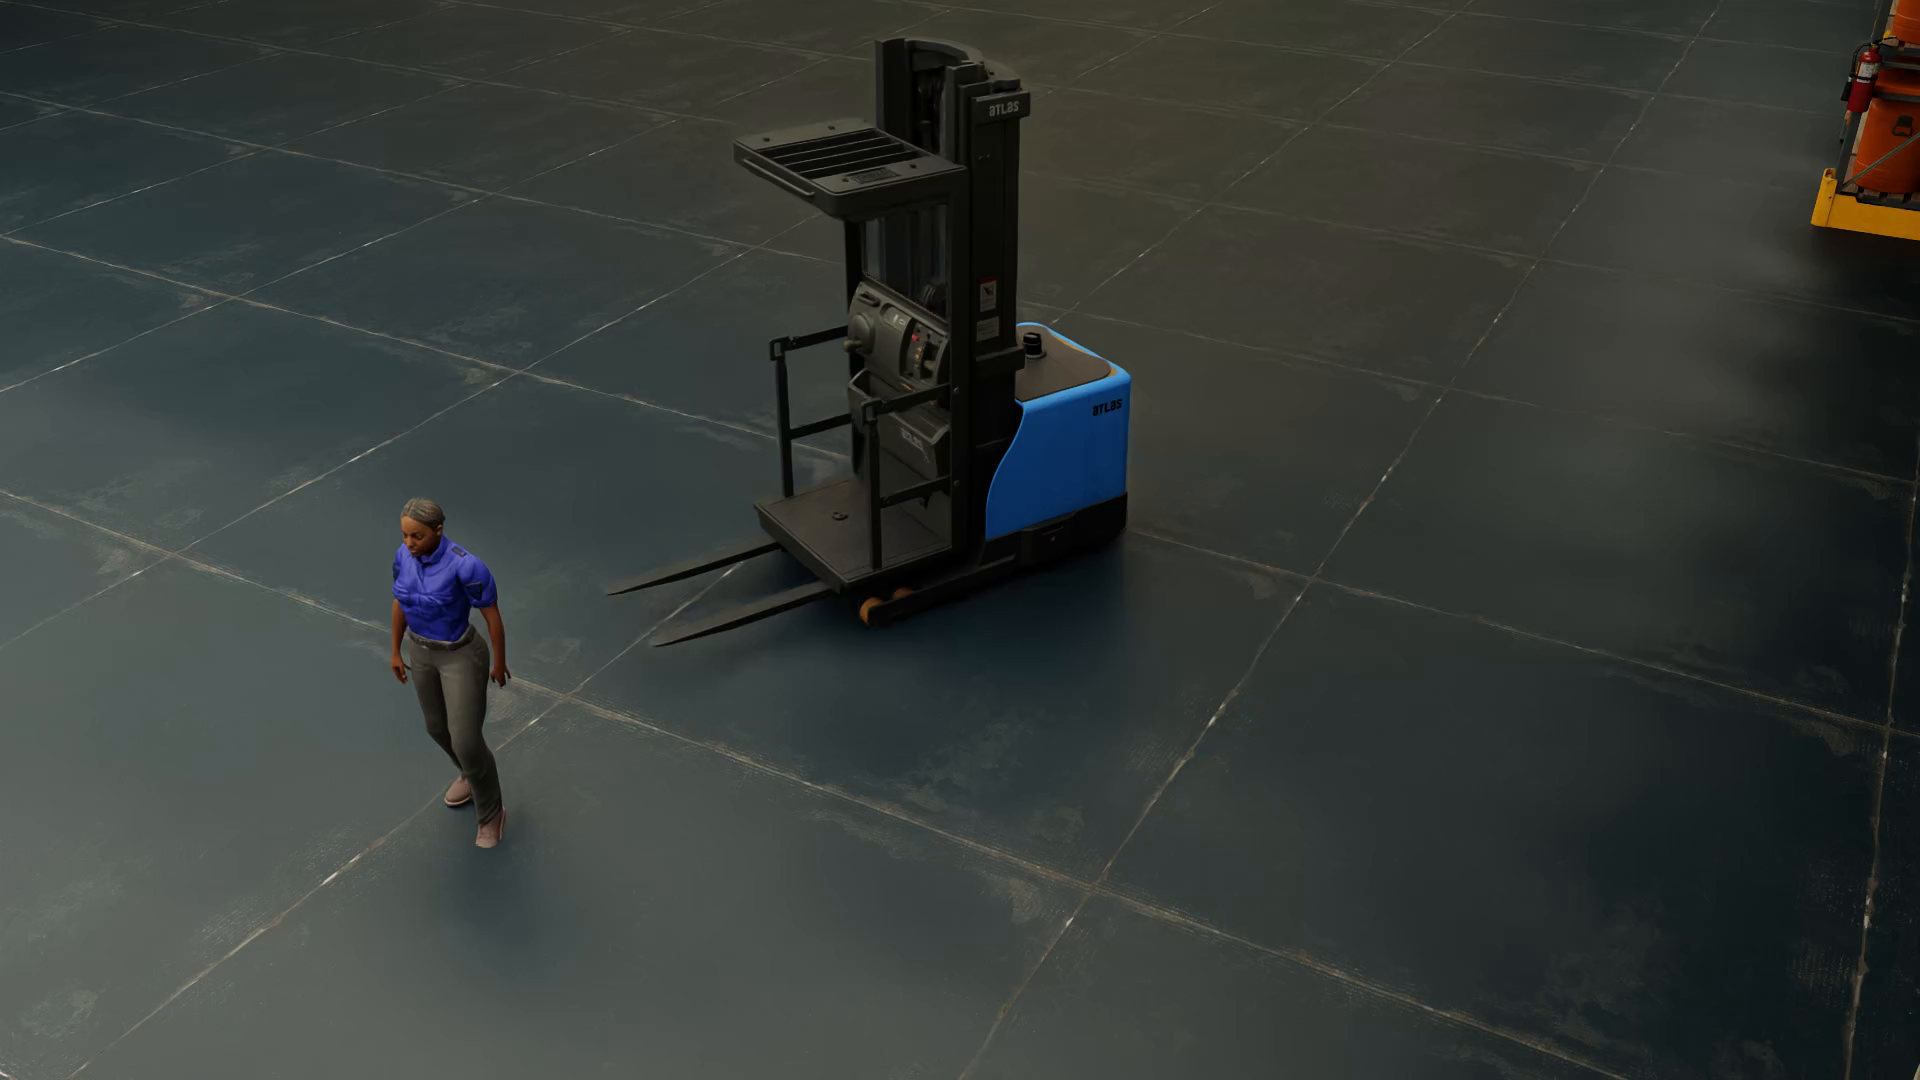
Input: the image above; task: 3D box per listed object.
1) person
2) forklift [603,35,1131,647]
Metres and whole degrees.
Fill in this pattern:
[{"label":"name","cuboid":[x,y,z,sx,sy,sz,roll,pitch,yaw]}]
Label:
[{"label":"person","cuboid":[-2.302,0.580,7.428,0.559,1.704,0.513,12,32,20]},{"label":"forklift","cuboid":[-0.511,-1.086,8.953,3.031,2.935,1.130,-19,35,-29]}]
